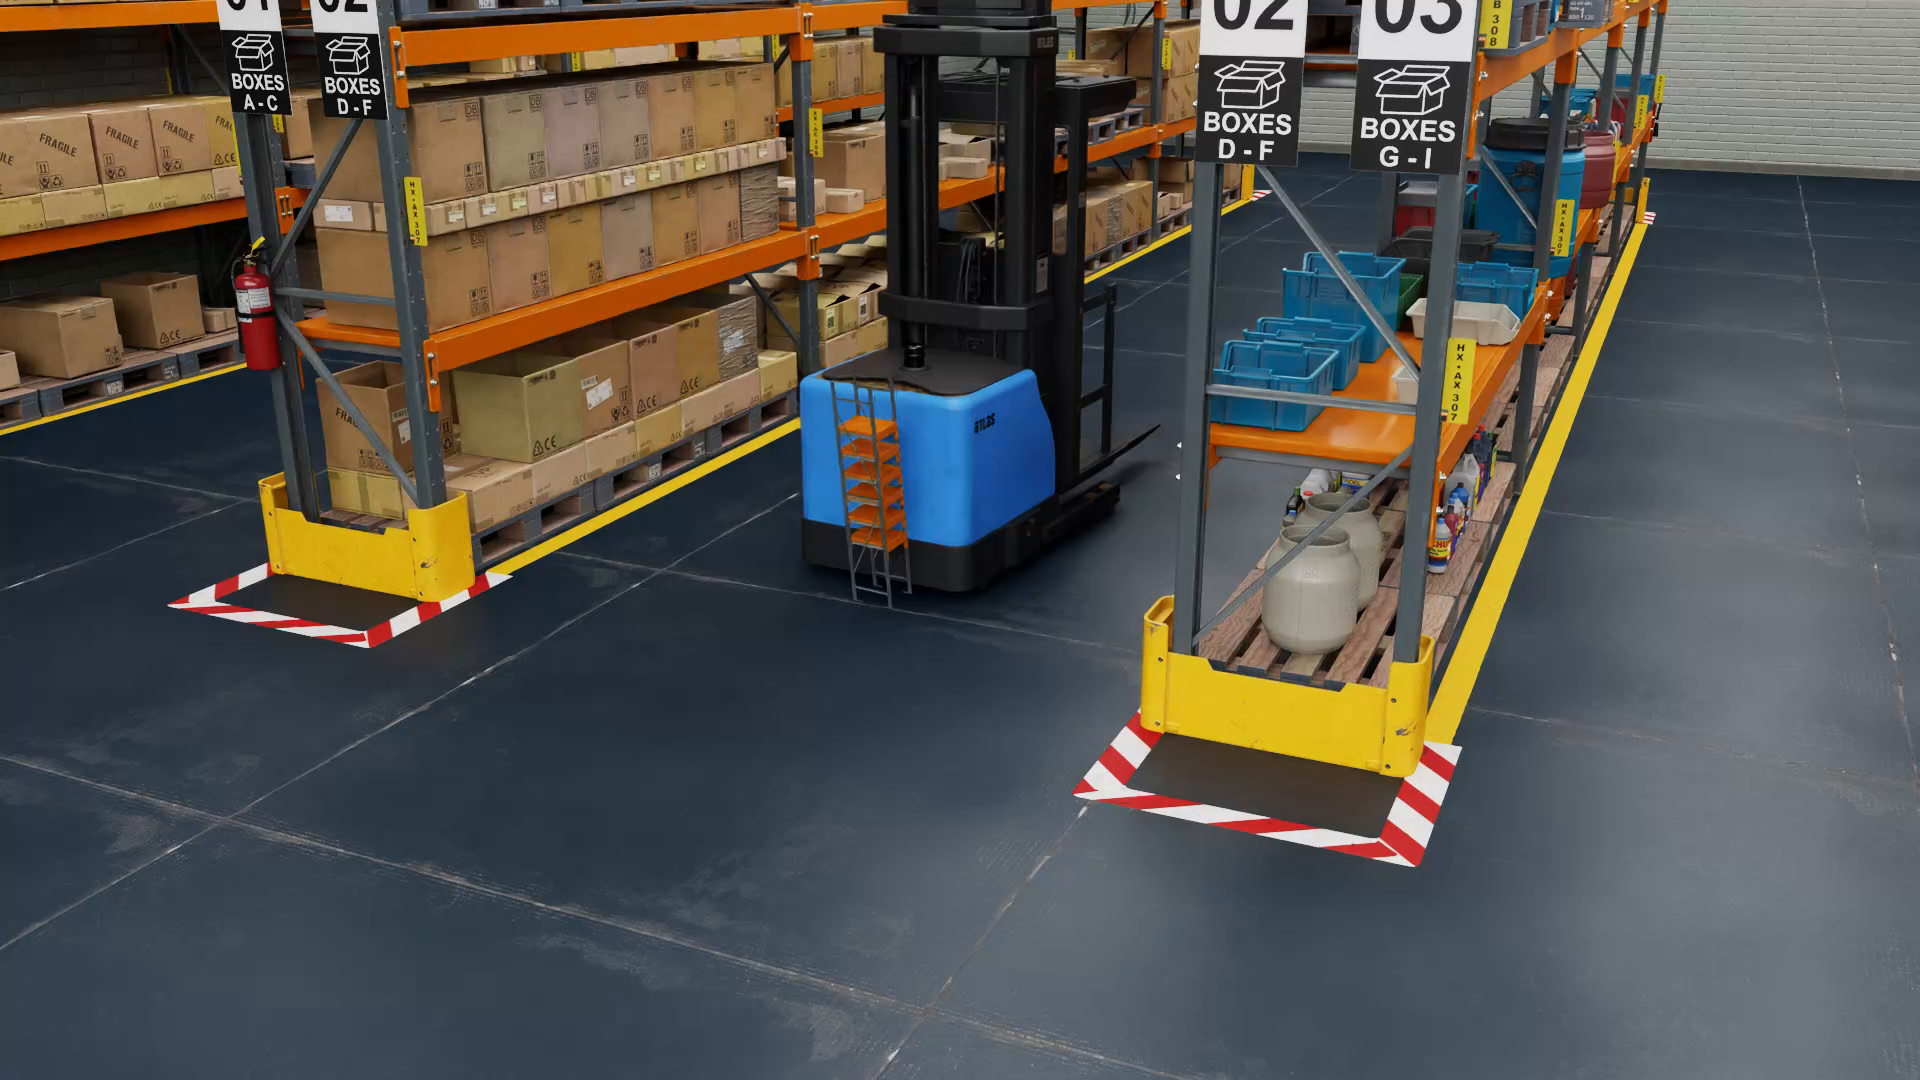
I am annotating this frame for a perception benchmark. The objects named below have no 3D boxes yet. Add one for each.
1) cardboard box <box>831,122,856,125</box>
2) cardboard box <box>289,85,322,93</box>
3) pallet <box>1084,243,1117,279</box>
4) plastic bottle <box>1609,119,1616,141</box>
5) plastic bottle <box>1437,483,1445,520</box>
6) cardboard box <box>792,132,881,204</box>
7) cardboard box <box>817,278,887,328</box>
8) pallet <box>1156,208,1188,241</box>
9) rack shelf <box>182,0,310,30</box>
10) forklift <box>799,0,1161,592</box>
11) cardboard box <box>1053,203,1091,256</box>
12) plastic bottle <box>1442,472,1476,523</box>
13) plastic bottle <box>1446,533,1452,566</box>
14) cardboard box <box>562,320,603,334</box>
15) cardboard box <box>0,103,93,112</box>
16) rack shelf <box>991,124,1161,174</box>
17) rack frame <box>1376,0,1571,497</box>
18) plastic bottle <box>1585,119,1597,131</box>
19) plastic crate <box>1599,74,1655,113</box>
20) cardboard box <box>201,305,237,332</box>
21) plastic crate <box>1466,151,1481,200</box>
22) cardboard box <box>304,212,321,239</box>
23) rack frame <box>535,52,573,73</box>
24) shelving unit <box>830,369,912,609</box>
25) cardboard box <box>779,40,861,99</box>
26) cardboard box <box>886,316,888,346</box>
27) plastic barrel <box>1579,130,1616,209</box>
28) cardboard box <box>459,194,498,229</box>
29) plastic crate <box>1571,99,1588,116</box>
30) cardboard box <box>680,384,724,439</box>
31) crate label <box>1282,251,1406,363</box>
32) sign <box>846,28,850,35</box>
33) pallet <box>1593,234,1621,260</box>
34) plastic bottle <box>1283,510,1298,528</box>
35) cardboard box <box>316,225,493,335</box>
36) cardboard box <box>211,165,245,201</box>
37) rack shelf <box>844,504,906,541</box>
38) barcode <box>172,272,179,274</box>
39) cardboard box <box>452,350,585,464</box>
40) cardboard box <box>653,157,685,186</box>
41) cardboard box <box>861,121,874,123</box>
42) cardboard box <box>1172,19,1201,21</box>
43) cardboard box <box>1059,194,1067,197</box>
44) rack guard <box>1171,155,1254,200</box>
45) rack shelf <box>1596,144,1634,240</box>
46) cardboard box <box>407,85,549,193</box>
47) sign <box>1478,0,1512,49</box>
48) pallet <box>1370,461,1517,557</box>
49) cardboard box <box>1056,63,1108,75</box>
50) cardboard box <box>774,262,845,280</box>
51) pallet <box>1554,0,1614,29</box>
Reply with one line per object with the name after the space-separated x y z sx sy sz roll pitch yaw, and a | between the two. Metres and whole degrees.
-1.644 -5.804 23.447 0.380 0.149 0.250 9 21 23 | cardboard box
-5.550 -3.702 14.595 0.700 0.500 0.500 11 22 28 | cardboard box
0.975 -2.952 17.454 1.003 0.211 1.213 9 21 23 | pallet
6.136 -3.807 15.771 0.144 0.351 0.185 9 21 23 | plastic bottle
2.634 -0.266 9.138 0.061 0.283 0.133 9 21 23 | plastic bottle
-0.959 -2.889 12.966 0.500 0.500 0.500 10 22 27 | cardboard box
-0.898 -1.859 12.860 0.500 0.311 0.500 8 21 22 | cardboard box
2.054 -3.790 19.810 1.003 0.211 1.213 9 21 23 | pallet
-5.206 -4.812 15.121 1.077 0.370 4.000 9 21 23 | rack shelf
0.304 -1.564 9.491 1.130 2.935 3.031 11 22 27 | forklift
1.000 -3.114 16.822 0.500 0.500 0.500 8 21 22 | cardboard box
2.732 -0.248 9.099 0.152 0.276 0.135 9 21 24 | plastic bottle
2.445 0.024 8.446 0.097 0.201 0.097 0 20 0 | plastic bottle
-2.592 -1.146 10.573 0.500 0.500 0.500 9 21 23 | cardboard box
-6.832 -2.994 12.487 0.500 0.500 0.500 9 22 24 | cardboard box
0.953 -3.943 17.154 1.077 0.370 4.000 9 21 23 | rack shelf
3.014 -1.767 9.962 1.000 3.000 0.127 9 21 23 | rack frame
6.005 -3.827 15.827 0.144 0.351 0.185 9 21 23 | plastic bottle
7.961 -5.353 19.901 0.616 0.435 0.499 9 21 23 | plastic crate
-6.216 -1.831 13.714 0.380 0.166 0.250 6 20 16 | cardboard box
3.711 -2.568 12.118 0.402 0.464 0.583 9 21 23 | plastic crate
-5.561 -2.872 15.022 0.500 0.250 0.500 8 21 22 | cardboard box
-4.387 -4.349 17.222 1.000 3.000 0.127 9 21 23 | rack frame
-0.439 -0.244 8.342 0.258 1.200 0.189 12 30 30 | shelving unit
-1.919 -6.323 22.325 0.980 0.700 0.700 7 21 20 | cardboard box
-0.693 -1.755 13.403 0.500 0.250 0.500 8 21 21 | cardboard box
4.738 -2.871 12.861 0.600 0.536 0.708 9 21 23 | plastic barrel
-2.679 -1.750 8.794 0.380 0.149 0.250 8 21 21 | cardboard box
6.864 -4.860 18.819 0.416 0.233 0.300 9 21 23 | plastic crate
-1.899 -0.872 10.922 0.500 0.250 0.500 9 21 23 | cardboard box
1.883 -1.161 8.204 0.502 0.435 0.616 9 21 23 | crate label
-1.615 -7.318 24.160 0.100 0.325 0.005 9 21 23 | sign
6.555 -3.129 17.952 1.003 0.211 1.213 9 21 23 | pallet
1.728 -0.055 8.666 0.097 0.201 0.097 0 20 0 | plastic bottle
-2.939 -1.413 8.817 0.700 0.500 0.500 9 21 23 | cardboard box
-5.942 -2.879 13.282 0.500 0.250 0.500 9 21 23 | cardboard box
-0.428 -0.096 8.413 0.258 0.103 0.180 12 30 30 | rack shelf
-6.465 -2.175 13.704 0.001 0.075 0.075 9 21 23 | barcode
-2.516 -0.767 9.508 0.500 0.500 0.500 9 21 23 | cardboard box
-1.941 -2.300 10.343 0.380 0.149 0.250 9 22 24 | cardboard box
-1.192 -5.829 23.518 0.380 0.149 0.250 8 21 22 | cardboard box
2.988 -6.535 21.727 0.500 0.500 0.500 9 22 24 | cardboard box
0.932 -3.492 17.886 0.500 0.500 0.500 9 21 23 | cardboard box
3.379 -4.915 22.544 1.175 0.500 0.348 9 21 23 | rack guard
5.471 -3.262 15.240 1.077 0.370 4.000 9 21 23 | rack shelf
-2.707 -2.202 9.099 0.700 0.500 0.500 8 21 21 | cardboard box
1.876 -1.885 5.803 0.100 0.325 0.005 9 21 23 | sign
2.701 -0.254 9.868 1.003 0.211 1.213 9 21 23 | pallet
1.150 -4.806 17.729 0.700 0.500 0.500 12 23 31 | cardboard box
-1.186 -2.090 13.509 0.500 0.311 0.500 8 21 23 | cardboard box
2.807 -2.858 8.833 1.213 0.211 1.003 9 21 23 | pallet
